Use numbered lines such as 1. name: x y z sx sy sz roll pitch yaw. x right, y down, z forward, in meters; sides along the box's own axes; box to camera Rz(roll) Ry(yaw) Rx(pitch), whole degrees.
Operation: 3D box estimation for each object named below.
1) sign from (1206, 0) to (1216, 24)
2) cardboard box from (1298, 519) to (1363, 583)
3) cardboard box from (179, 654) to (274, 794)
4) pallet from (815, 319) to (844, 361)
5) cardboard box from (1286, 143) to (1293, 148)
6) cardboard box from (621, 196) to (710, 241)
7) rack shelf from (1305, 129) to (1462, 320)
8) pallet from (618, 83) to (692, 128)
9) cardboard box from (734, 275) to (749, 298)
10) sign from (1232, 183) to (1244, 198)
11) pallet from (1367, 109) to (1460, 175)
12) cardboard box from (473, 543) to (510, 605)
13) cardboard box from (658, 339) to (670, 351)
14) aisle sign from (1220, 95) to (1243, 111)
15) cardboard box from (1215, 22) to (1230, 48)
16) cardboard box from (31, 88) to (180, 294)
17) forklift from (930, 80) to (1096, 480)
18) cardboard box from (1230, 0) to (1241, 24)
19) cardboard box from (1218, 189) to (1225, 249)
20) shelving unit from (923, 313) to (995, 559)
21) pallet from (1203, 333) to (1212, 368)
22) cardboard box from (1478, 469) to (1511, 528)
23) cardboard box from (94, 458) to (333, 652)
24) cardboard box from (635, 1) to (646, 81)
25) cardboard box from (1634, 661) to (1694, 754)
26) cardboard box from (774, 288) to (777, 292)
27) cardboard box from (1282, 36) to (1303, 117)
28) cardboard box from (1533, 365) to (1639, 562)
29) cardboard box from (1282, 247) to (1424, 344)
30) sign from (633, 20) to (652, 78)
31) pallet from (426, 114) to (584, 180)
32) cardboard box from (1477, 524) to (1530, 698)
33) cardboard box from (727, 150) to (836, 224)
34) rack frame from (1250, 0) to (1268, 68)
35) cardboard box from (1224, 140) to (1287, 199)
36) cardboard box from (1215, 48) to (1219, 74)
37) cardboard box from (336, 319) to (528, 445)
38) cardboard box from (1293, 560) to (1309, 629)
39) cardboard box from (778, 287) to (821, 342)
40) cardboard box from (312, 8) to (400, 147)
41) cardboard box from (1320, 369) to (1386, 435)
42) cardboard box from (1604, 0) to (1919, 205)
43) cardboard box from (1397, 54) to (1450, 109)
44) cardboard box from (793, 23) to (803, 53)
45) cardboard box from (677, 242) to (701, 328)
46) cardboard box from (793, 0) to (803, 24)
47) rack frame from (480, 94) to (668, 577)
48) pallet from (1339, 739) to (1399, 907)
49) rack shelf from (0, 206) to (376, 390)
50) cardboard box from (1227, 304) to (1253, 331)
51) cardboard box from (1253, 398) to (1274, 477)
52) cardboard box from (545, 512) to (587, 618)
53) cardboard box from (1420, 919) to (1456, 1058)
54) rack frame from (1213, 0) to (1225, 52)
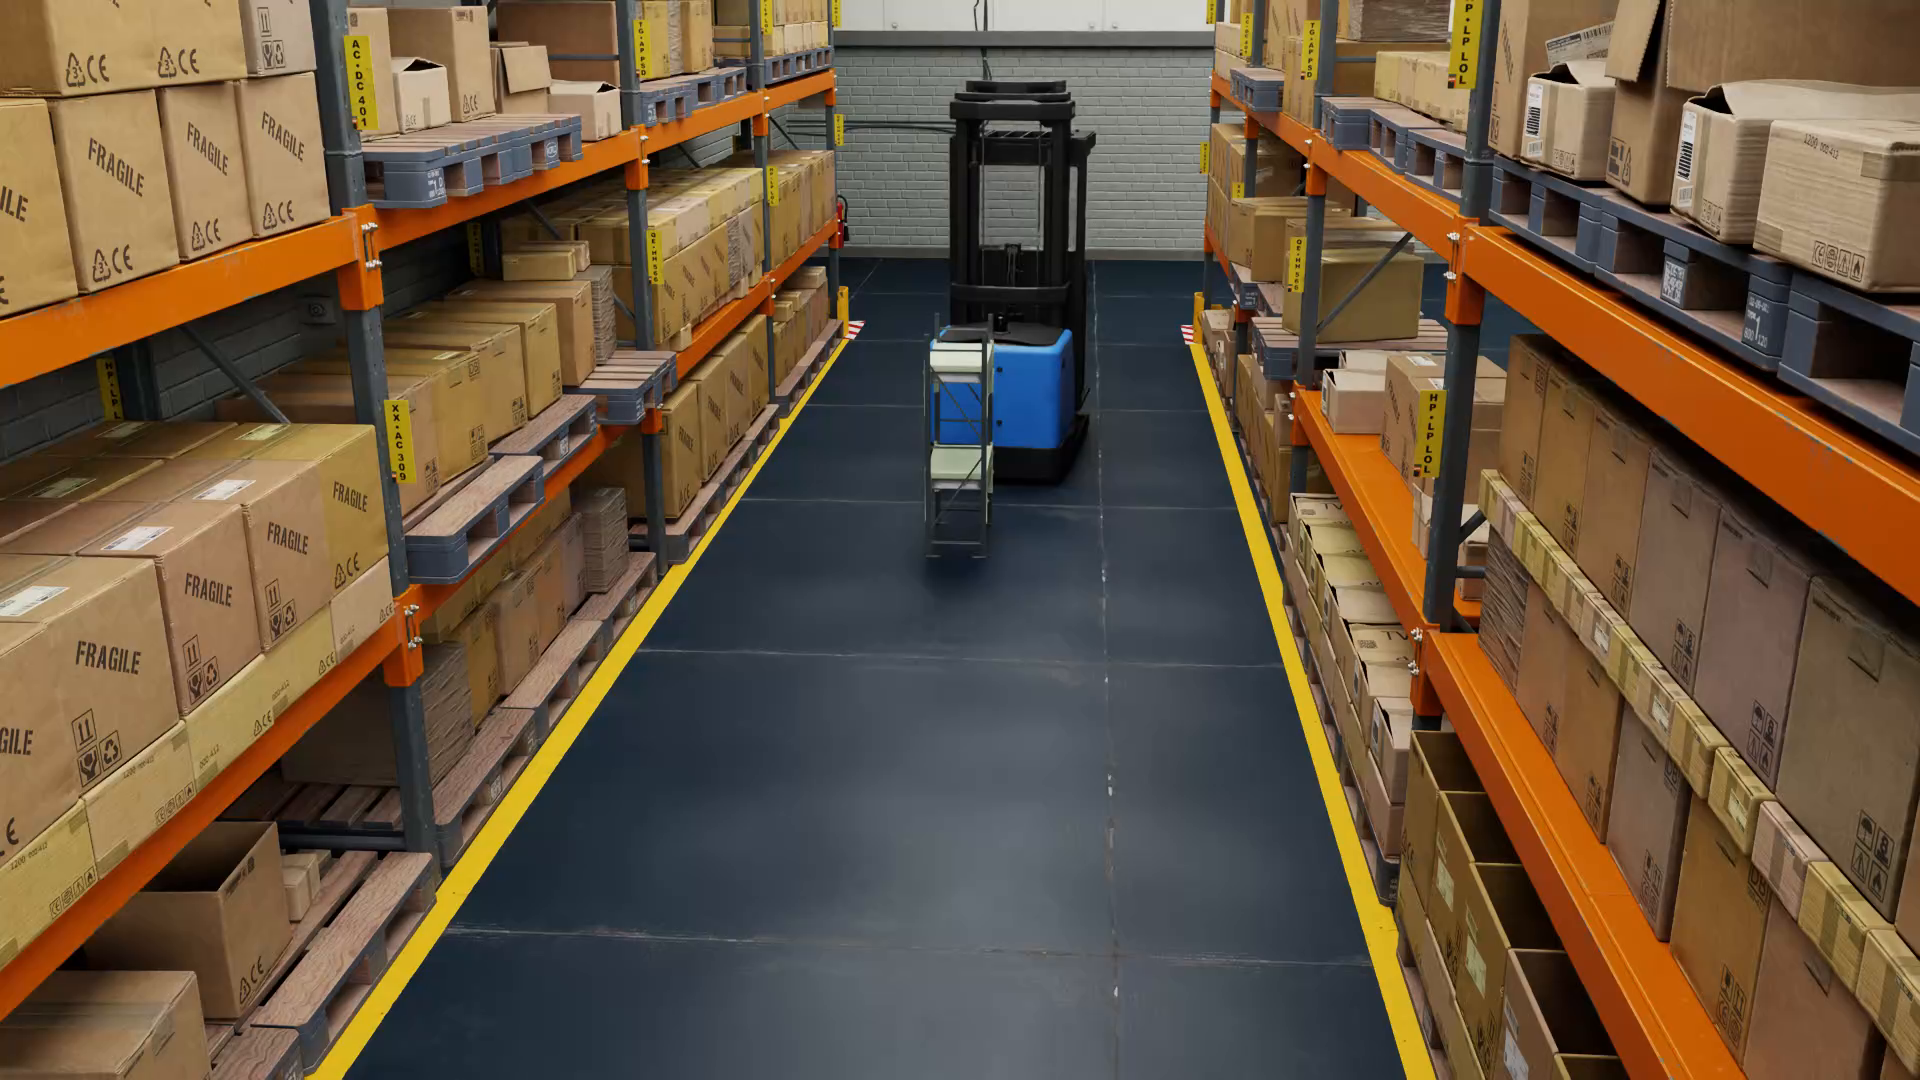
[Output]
1. sign: 2.574 -5.444 16.999 0.100 0.325 0.005 1 18 4
2. cardboard box: 2.182 0.054 9.283 0.500 0.311 0.500 1 18 3
3. cardboard box: -2.483 0.553 5.126 0.500 0.250 0.500 1 18 4
4. pallet: -1.805 -2.125 17.570 1.003 0.211 1.213 1 18 4
5. cardboard box: 3.217 -3.331 15.006 0.500 0.500 0.500 1 18 2
6. cardboard box: -2.040 -2.228 11.531 0.500 0.250 0.500 1 18 4
7. rack shelf: 2.398 -1.569 7.732 1.077 0.370 4.000 1 18 4
8. pallet: -2.406 -2.753 10.493 1.213 0.211 1.003 2 18 6
9. cardboard box: -1.873 -1.995 13.066 0.380 0.149 0.250 1 18 4
10. sign: 2.286 -2.770 13.669 0.100 0.325 0.005 1 18 4
11. pallet: 2.505 -1.882 7.835 1.003 0.211 1.213 2 18 6
12. cardboard box: -2.589 0.121 8.339 0.500 0.250 0.500 1 18 2
13. cardboard box: -2.118 -1.281 10.887 0.380 0.149 0.250 2 18 5
14. aisle sign: 2.827 -4.854 17.245 0.394 0.787 0.004 1 18 4
15. cardboard box: 2.819 -5.029 16.574 0.500 0.250 0.500 1 18 4
16. cardboard box: -2.527 -0.964 4.537 0.500 0.500 0.500 1 18 2
17. forklift: 0.503 -2.269 13.641 1.130 2.935 3.031 3 18 10
18. cardboard box: 2.974 -5.226 15.971 0.700 0.500 0.500 1 18 4
19. cardboard box: 2.712 -3.035 15.708 0.500 0.500 0.500 2 18 5
20. shelving unit: 0.000 -0.711 11.183 0.431 1.500 0.755 1 18 4
21. pallet: 3.053 -1.995 17.172 1.003 0.211 1.213 1 18 4
22. cardboard box: 2.042 -0.141 5.833 0.380 0.149 0.250 1 18 4
23. cardboard box: -2.442 0.041 5.486 0.500 0.500 0.500 1 18 4
24. cardboard box: -2.437 -3.215 10.735 0.700 0.500 0.500 0 18 1
25. cardboard box: 1.914 0.418 4.129 0.380 0.149 0.250 1 18 3
26. cardboard box: -2.039 -2.530 16.625 0.380 0.149 0.250 2 18 5
27. cardboard box: 2.613 -3.036 10.892 0.910 0.500 0.500 1 18 4
28. cardboard box: 2.194 -0.233 5.073 0.700 0.500 0.500 1 18 4
29. cardboard box: 2.474 -1.552 10.506 0.700 0.500 0.500 -5 19 -15
30. sign: -1.859 -2.874 9.730 0.100 0.325 0.005 1 18 4
31. pallet: -2.465 -1.821 7.648 1.213 0.211 1.003 1 18 4
32. cardboard box: 2.229 0.226 5.755 0.700 0.500 0.500 1 18 2
33. cardboard box: -1.853 -3.684 17.368 0.980 0.700 0.700 2 18 6
34. rack frame: 2.828 -5.200 12.840 1.000 3.000 0.127 1 18 4
35. cardboard box: 2.677 -3.350 15.063 0.500 0.500 0.500 1 18 4
36. cardboard box: 2.825 -4.791 16.652 0.500 0.250 0.500 1 18 4
37. cardboard box: -2.553 -0.766 8.076 0.700 0.500 0.500 4 19 11
38. cardboard box: 2.176 0.313 9.392 0.500 0.250 0.500 1 18 2
39. cardboard box: -1.812 -2.337 17.078 0.700 0.500 0.500 1 18 4
40. cardboard box: -2.567 -1.814 6.490 0.500 0.500 0.500 4 19 12
41. cardboard box: 2.284 -0.791 9.162 0.500 0.311 0.500 1 18 3
42. cardboard box: 2.011 -1.096 4.068 0.797 0.503 0.637 3 18 10
43. cardboard box: 2.546 -2.355 8.541 0.500 0.250 0.500 2 18 5
44. cardboard box: -1.720 -4.586 15.189 0.500 0.250 0.500 1 18 2
45. cardboard box: -2.063 -1.722 11.190 0.500 0.500 0.500 2 18 6
46. cardboard box: -1.721 -4.944 15.079 0.500 0.500 0.500 1 18 4
47. rack frame: -2.400 -1.216 10.316 1.000 3.000 0.127 1 18 4
48. pallet: 2.269 1.231 7.326 1.003 0.211 1.213 1 18 4
49. rack shelf: -2.830 -0.436 4.274 1.077 0.370 4.000 1 18 4
50. cardboard box: 2.958 -1.955 15.875 0.797 0.503 0.637 1 18 4
51. cardboard box: 2.443 -0.747 12.194 0.500 0.500 0.500 1 18 2
52. cardboard box: -2.552 0.145 9.471 0.700 0.500 0.500 1 18 4
53. cardboard box: 1.878 1.535 5.661 0.500 0.250 0.500 1 18 4
54. rack frame: 3.115 -6.442 16.631 1.000 3.000 0.127 1 18 4
